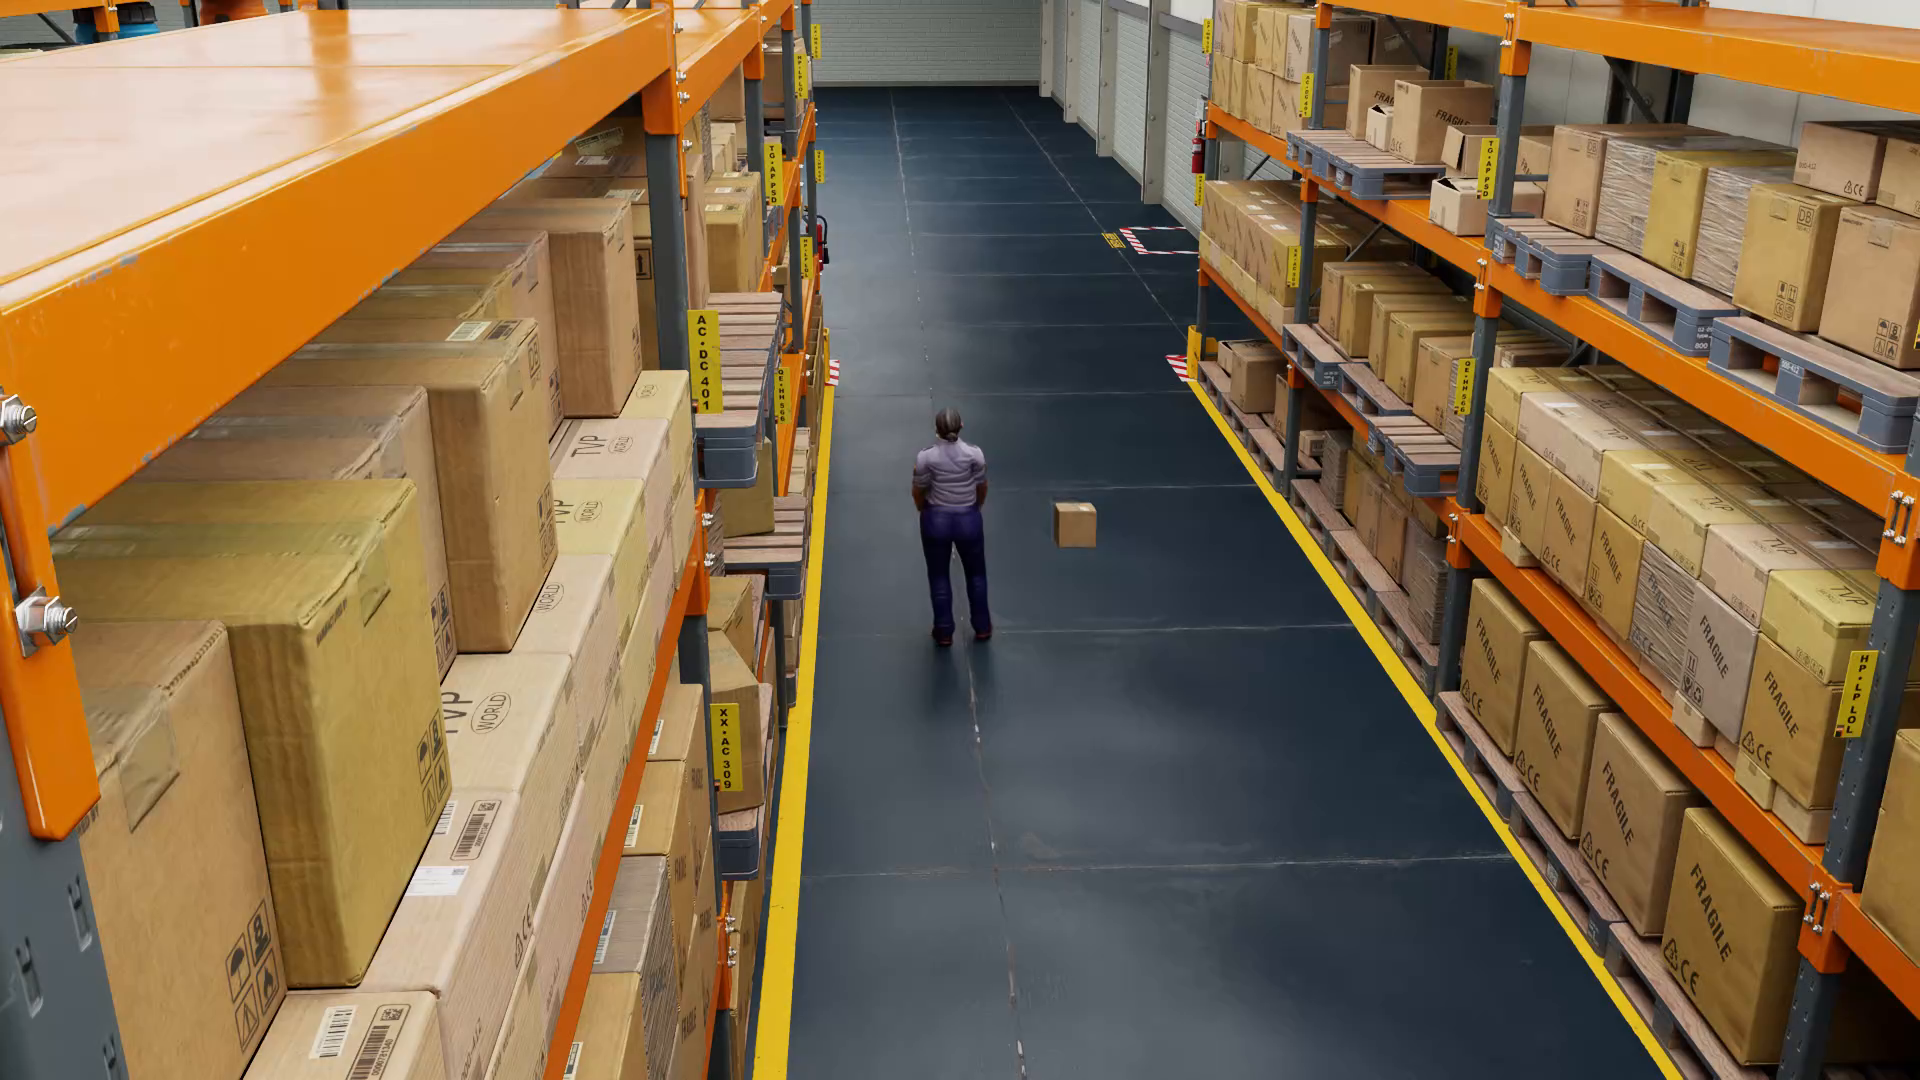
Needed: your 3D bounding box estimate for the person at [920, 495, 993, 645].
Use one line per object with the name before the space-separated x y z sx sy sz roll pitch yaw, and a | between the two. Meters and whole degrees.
person | -0.016 0.176 10.999 0.504 1.028 0.480 -1 21 -4
